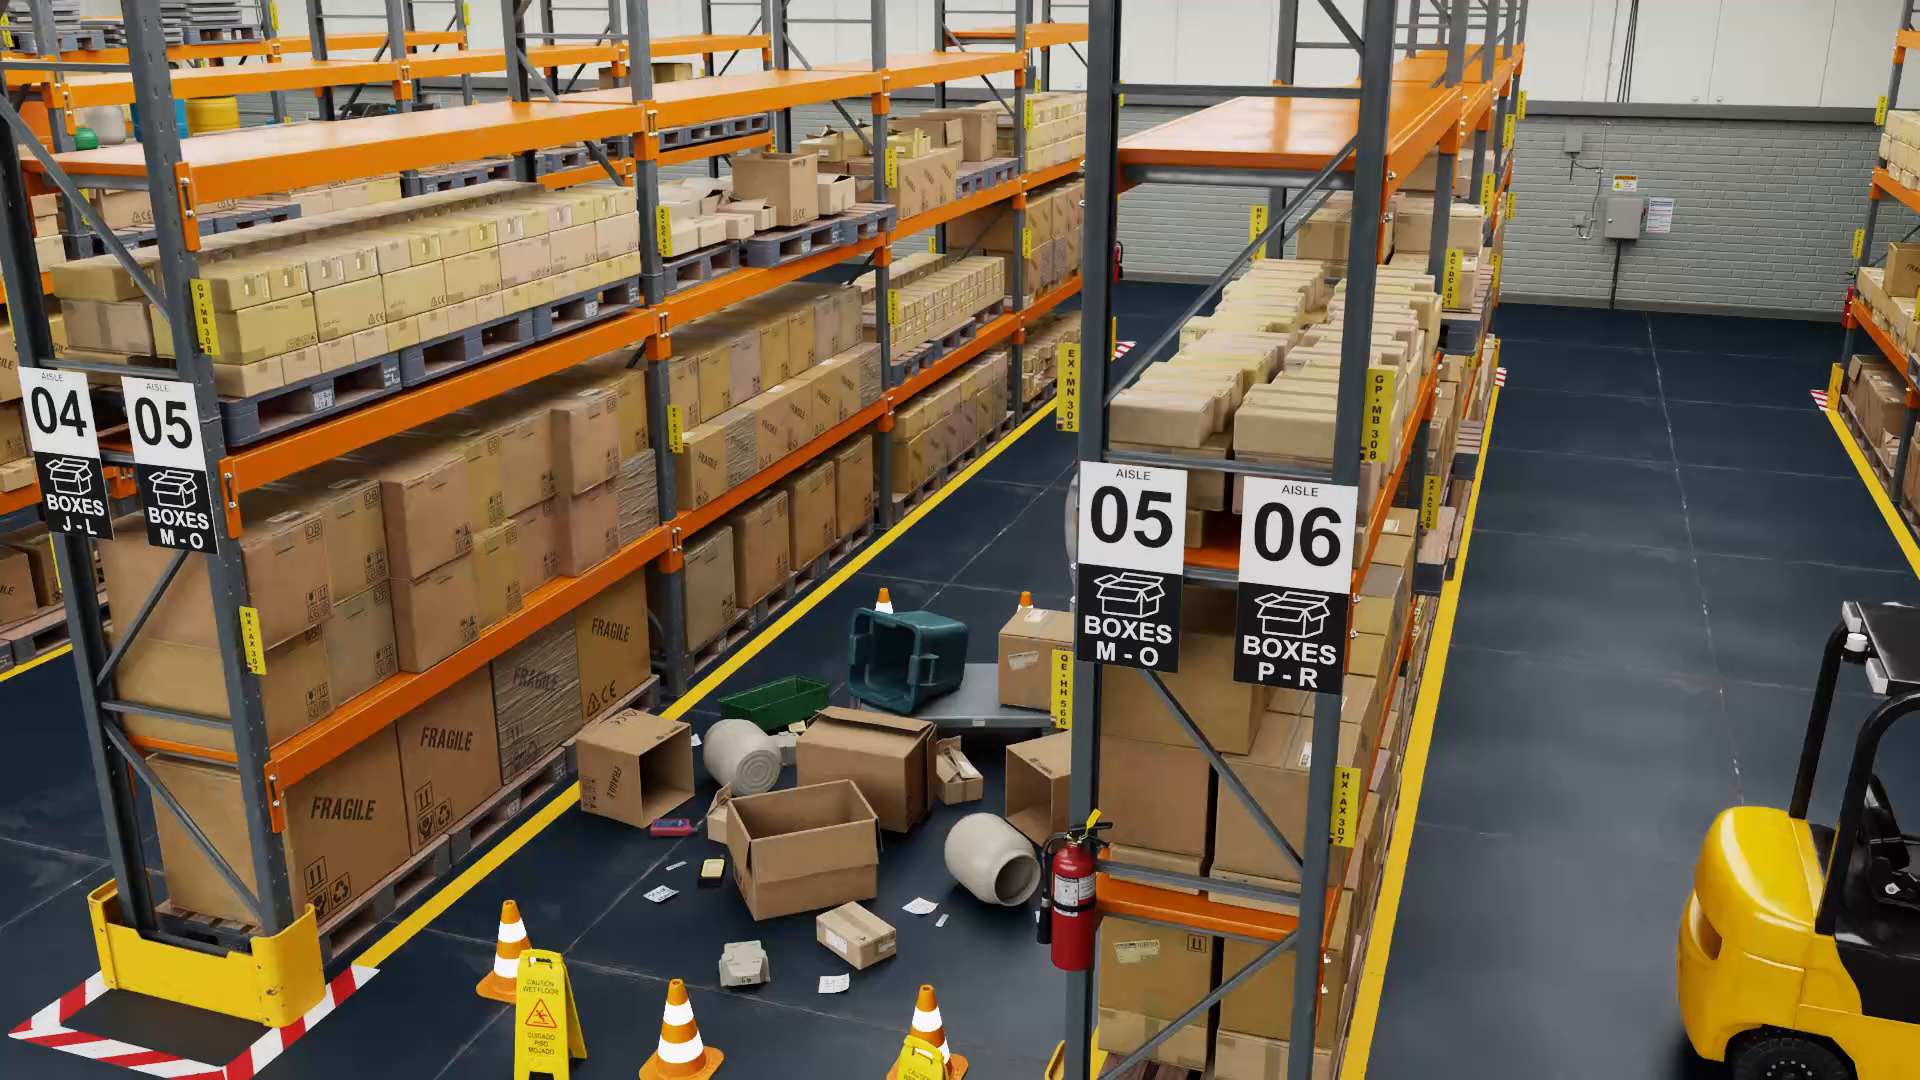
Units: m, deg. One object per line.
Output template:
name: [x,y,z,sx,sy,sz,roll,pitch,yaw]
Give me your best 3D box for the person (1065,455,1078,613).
person: [0.963,0.037,12.455,0.357,1.672,0.514,5,19,15]
